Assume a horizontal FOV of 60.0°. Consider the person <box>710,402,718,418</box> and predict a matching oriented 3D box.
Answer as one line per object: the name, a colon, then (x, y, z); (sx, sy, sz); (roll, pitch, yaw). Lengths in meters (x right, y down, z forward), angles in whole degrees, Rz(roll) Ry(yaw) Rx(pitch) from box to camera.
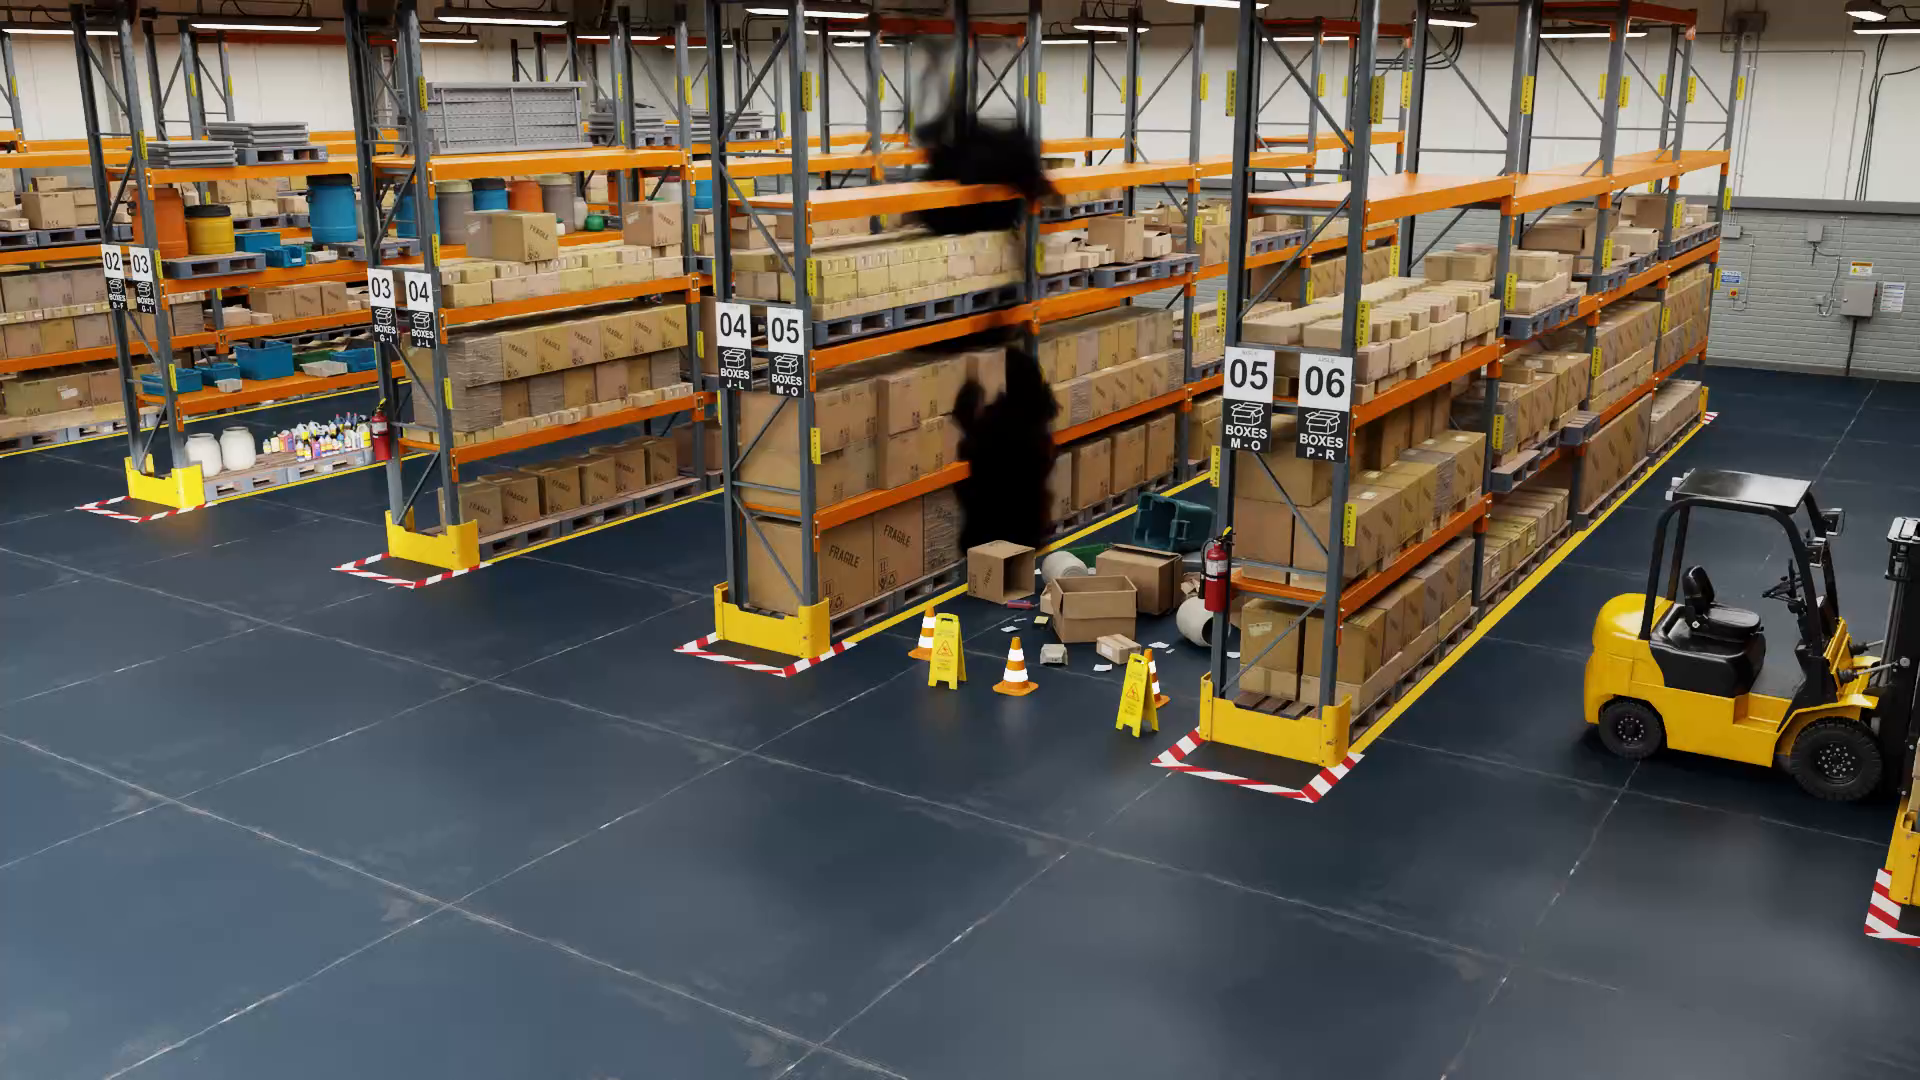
person: (-3.593, -2.791, 25.853); (0.693, 1.772, 0.959); (7, 17, 24)
